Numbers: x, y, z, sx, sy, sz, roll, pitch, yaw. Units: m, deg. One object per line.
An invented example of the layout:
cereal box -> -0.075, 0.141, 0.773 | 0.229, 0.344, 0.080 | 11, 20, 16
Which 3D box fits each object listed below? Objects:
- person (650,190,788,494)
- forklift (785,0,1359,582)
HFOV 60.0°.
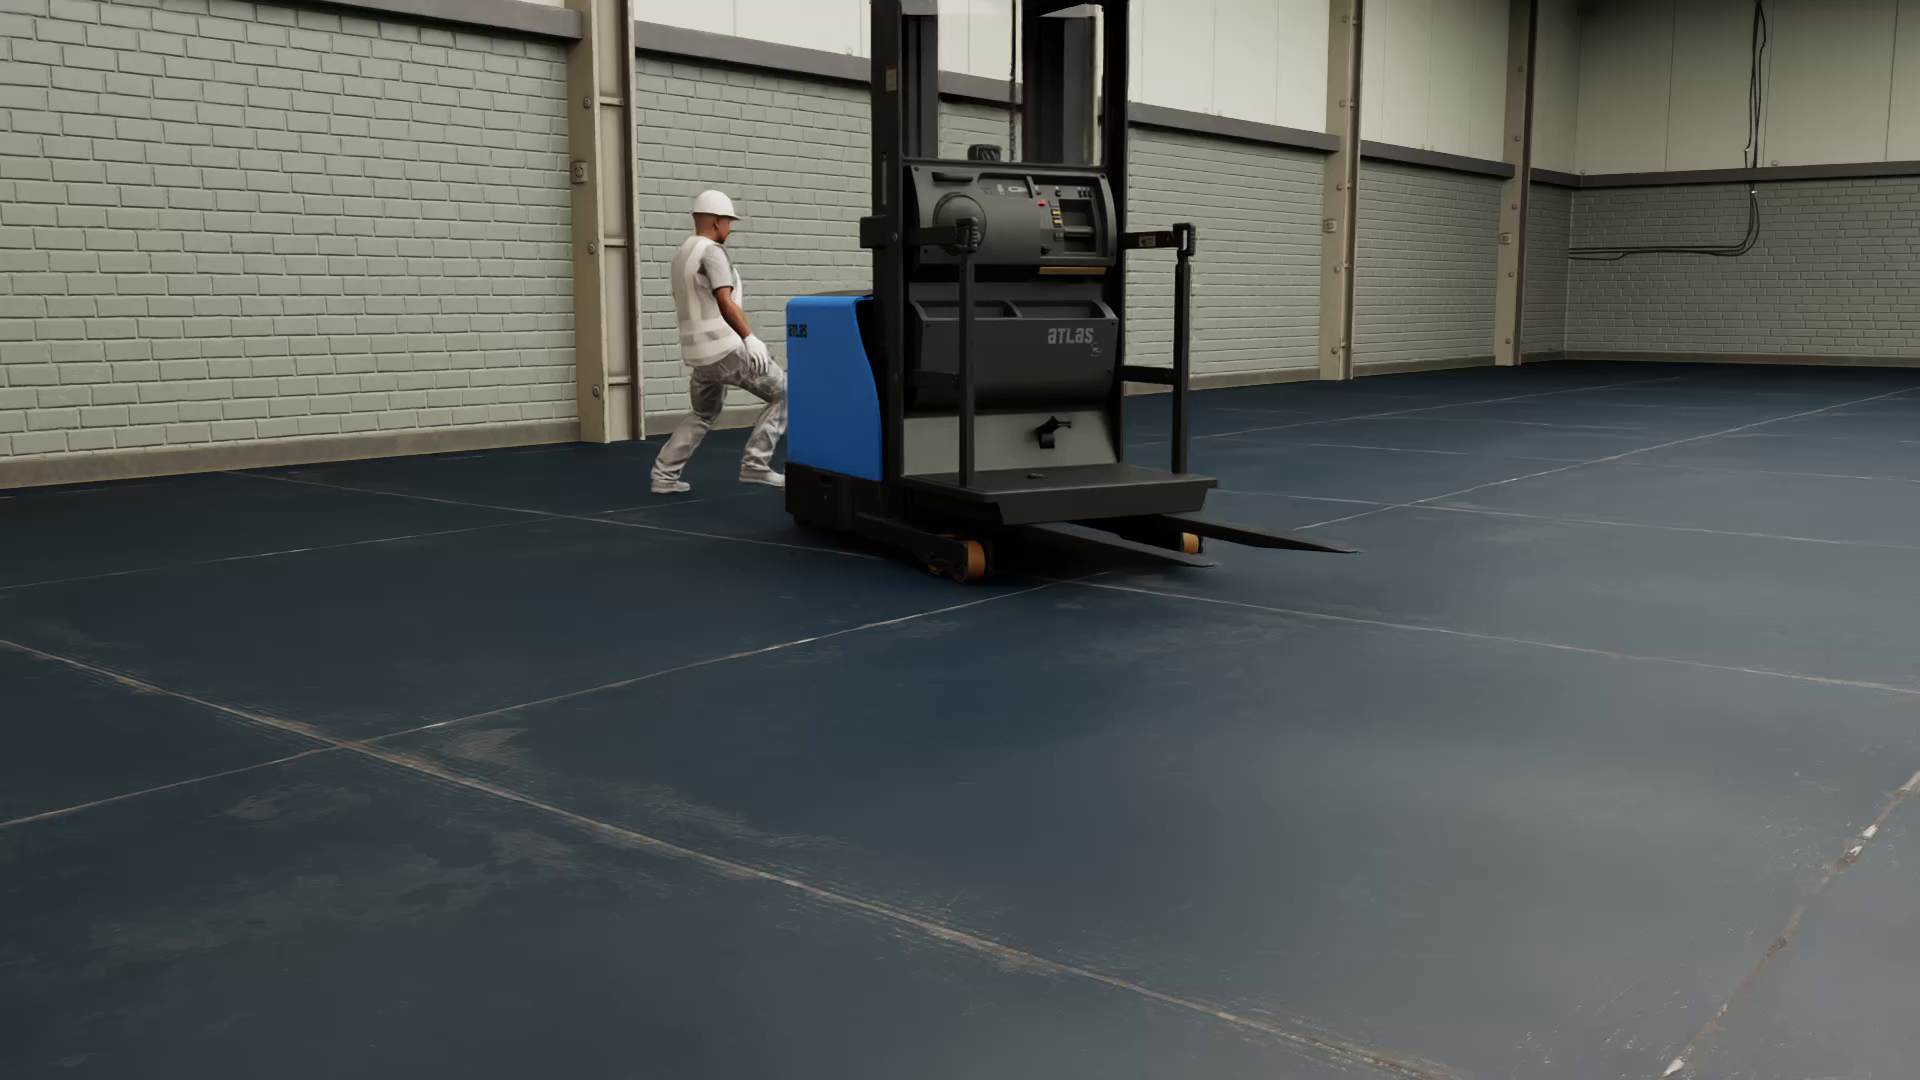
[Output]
person -> -1.303, -1.051, 8.982 | 0.660, 1.645, 1.014 | -5, 10, -29
forklift -> 0.330, -1.363, 6.598 | 1.130, 2.935, 3.031 | -5, 9, -28
